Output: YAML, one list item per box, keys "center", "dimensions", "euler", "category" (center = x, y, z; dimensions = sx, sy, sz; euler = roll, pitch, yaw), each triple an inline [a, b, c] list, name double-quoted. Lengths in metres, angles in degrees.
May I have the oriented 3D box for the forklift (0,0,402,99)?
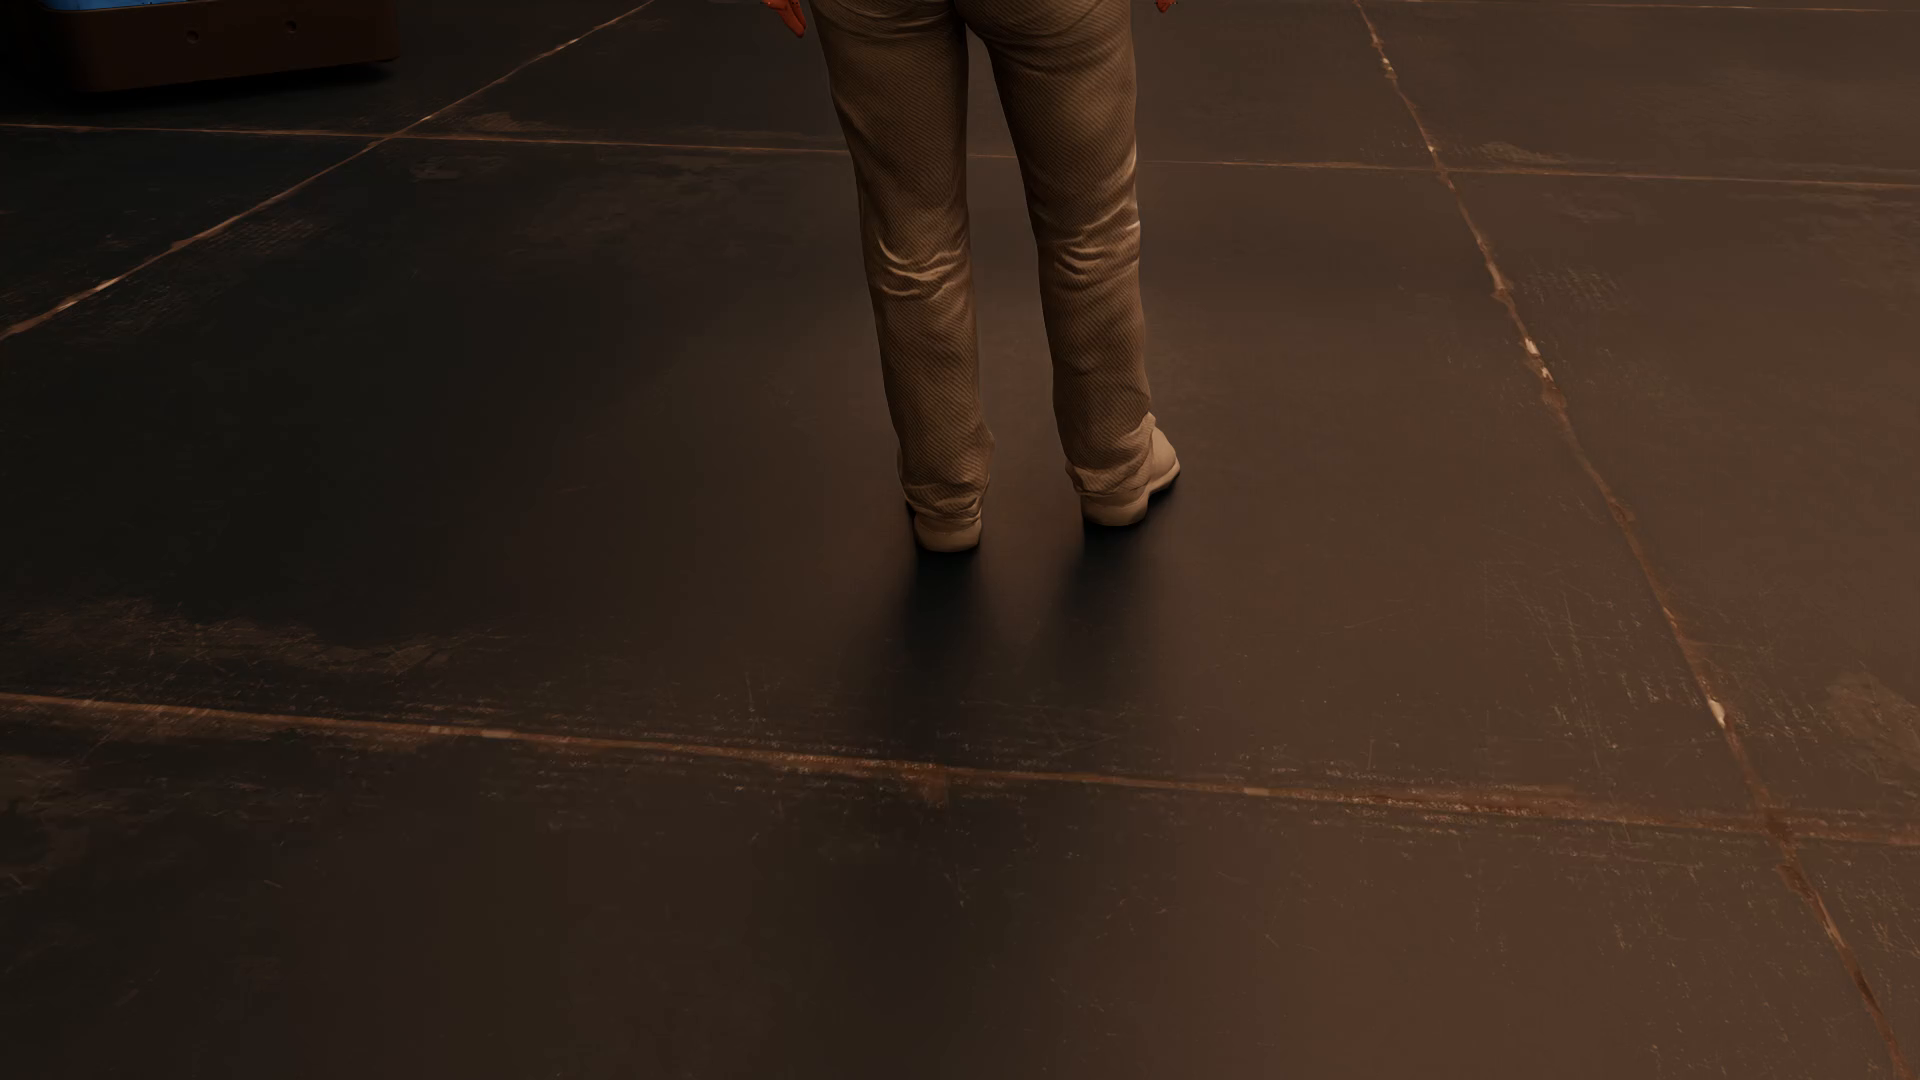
- center: [-3.168, -3.272, 5.776]
  dimensions: [1.130, 2.935, 3.031]
  euler: [-18, 32, -32]
  category: "forklift"

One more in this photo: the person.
- center: [0.016, -0.828, 2.156]
  dimensions: [0.633, 1.775, 0.566]
  euler: [3, 27, 7]
  category: "person"
